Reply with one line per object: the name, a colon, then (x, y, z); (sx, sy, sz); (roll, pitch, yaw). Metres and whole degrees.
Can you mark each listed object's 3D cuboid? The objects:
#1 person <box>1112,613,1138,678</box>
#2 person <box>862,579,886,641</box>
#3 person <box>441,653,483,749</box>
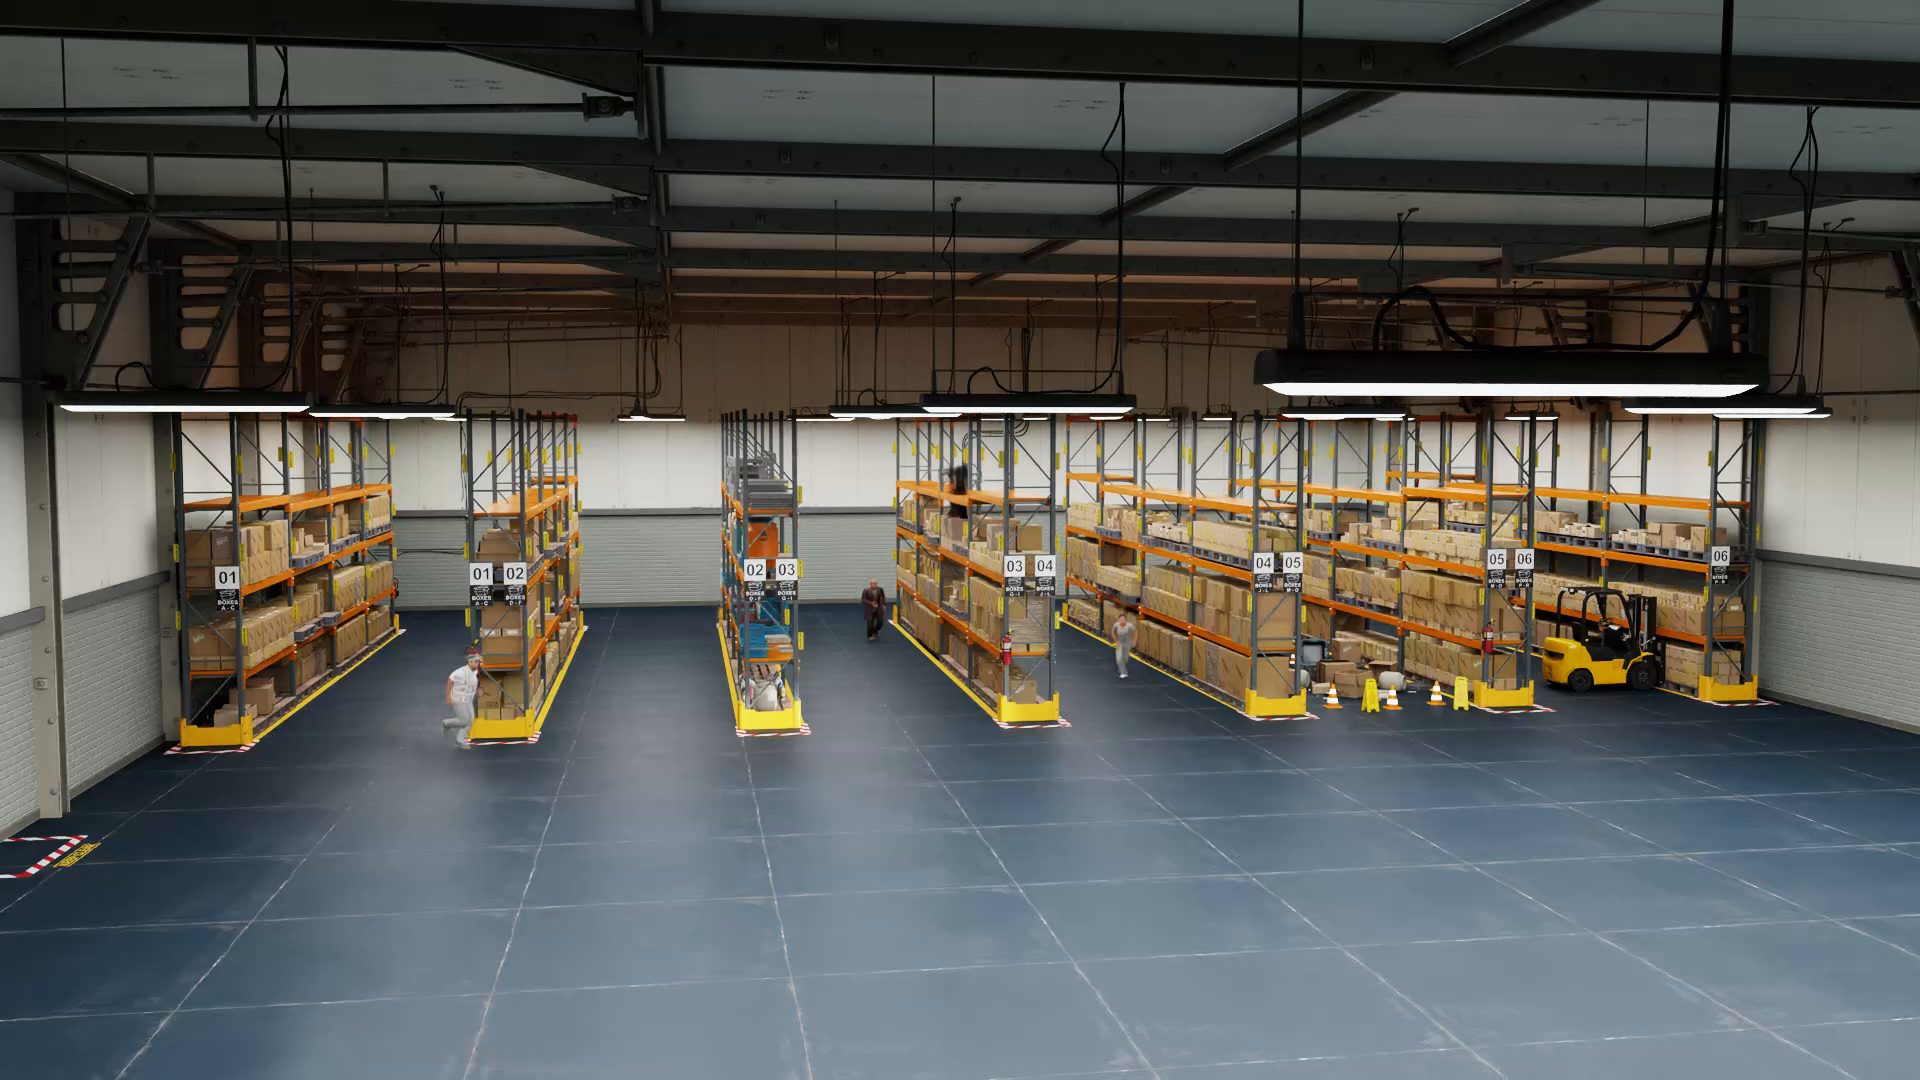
person: (3.710, 2.367, 37.394); (0.576, 1.506, 0.769); (1, 4, 8)
person: (-2.270, 1.841, 43.746); (0.699, 1.666, 0.854); (-1, 4, -18)
person: (-8.827, 2.841, 29.442); (0.761, 1.705, 0.666); (1, 4, 16)
